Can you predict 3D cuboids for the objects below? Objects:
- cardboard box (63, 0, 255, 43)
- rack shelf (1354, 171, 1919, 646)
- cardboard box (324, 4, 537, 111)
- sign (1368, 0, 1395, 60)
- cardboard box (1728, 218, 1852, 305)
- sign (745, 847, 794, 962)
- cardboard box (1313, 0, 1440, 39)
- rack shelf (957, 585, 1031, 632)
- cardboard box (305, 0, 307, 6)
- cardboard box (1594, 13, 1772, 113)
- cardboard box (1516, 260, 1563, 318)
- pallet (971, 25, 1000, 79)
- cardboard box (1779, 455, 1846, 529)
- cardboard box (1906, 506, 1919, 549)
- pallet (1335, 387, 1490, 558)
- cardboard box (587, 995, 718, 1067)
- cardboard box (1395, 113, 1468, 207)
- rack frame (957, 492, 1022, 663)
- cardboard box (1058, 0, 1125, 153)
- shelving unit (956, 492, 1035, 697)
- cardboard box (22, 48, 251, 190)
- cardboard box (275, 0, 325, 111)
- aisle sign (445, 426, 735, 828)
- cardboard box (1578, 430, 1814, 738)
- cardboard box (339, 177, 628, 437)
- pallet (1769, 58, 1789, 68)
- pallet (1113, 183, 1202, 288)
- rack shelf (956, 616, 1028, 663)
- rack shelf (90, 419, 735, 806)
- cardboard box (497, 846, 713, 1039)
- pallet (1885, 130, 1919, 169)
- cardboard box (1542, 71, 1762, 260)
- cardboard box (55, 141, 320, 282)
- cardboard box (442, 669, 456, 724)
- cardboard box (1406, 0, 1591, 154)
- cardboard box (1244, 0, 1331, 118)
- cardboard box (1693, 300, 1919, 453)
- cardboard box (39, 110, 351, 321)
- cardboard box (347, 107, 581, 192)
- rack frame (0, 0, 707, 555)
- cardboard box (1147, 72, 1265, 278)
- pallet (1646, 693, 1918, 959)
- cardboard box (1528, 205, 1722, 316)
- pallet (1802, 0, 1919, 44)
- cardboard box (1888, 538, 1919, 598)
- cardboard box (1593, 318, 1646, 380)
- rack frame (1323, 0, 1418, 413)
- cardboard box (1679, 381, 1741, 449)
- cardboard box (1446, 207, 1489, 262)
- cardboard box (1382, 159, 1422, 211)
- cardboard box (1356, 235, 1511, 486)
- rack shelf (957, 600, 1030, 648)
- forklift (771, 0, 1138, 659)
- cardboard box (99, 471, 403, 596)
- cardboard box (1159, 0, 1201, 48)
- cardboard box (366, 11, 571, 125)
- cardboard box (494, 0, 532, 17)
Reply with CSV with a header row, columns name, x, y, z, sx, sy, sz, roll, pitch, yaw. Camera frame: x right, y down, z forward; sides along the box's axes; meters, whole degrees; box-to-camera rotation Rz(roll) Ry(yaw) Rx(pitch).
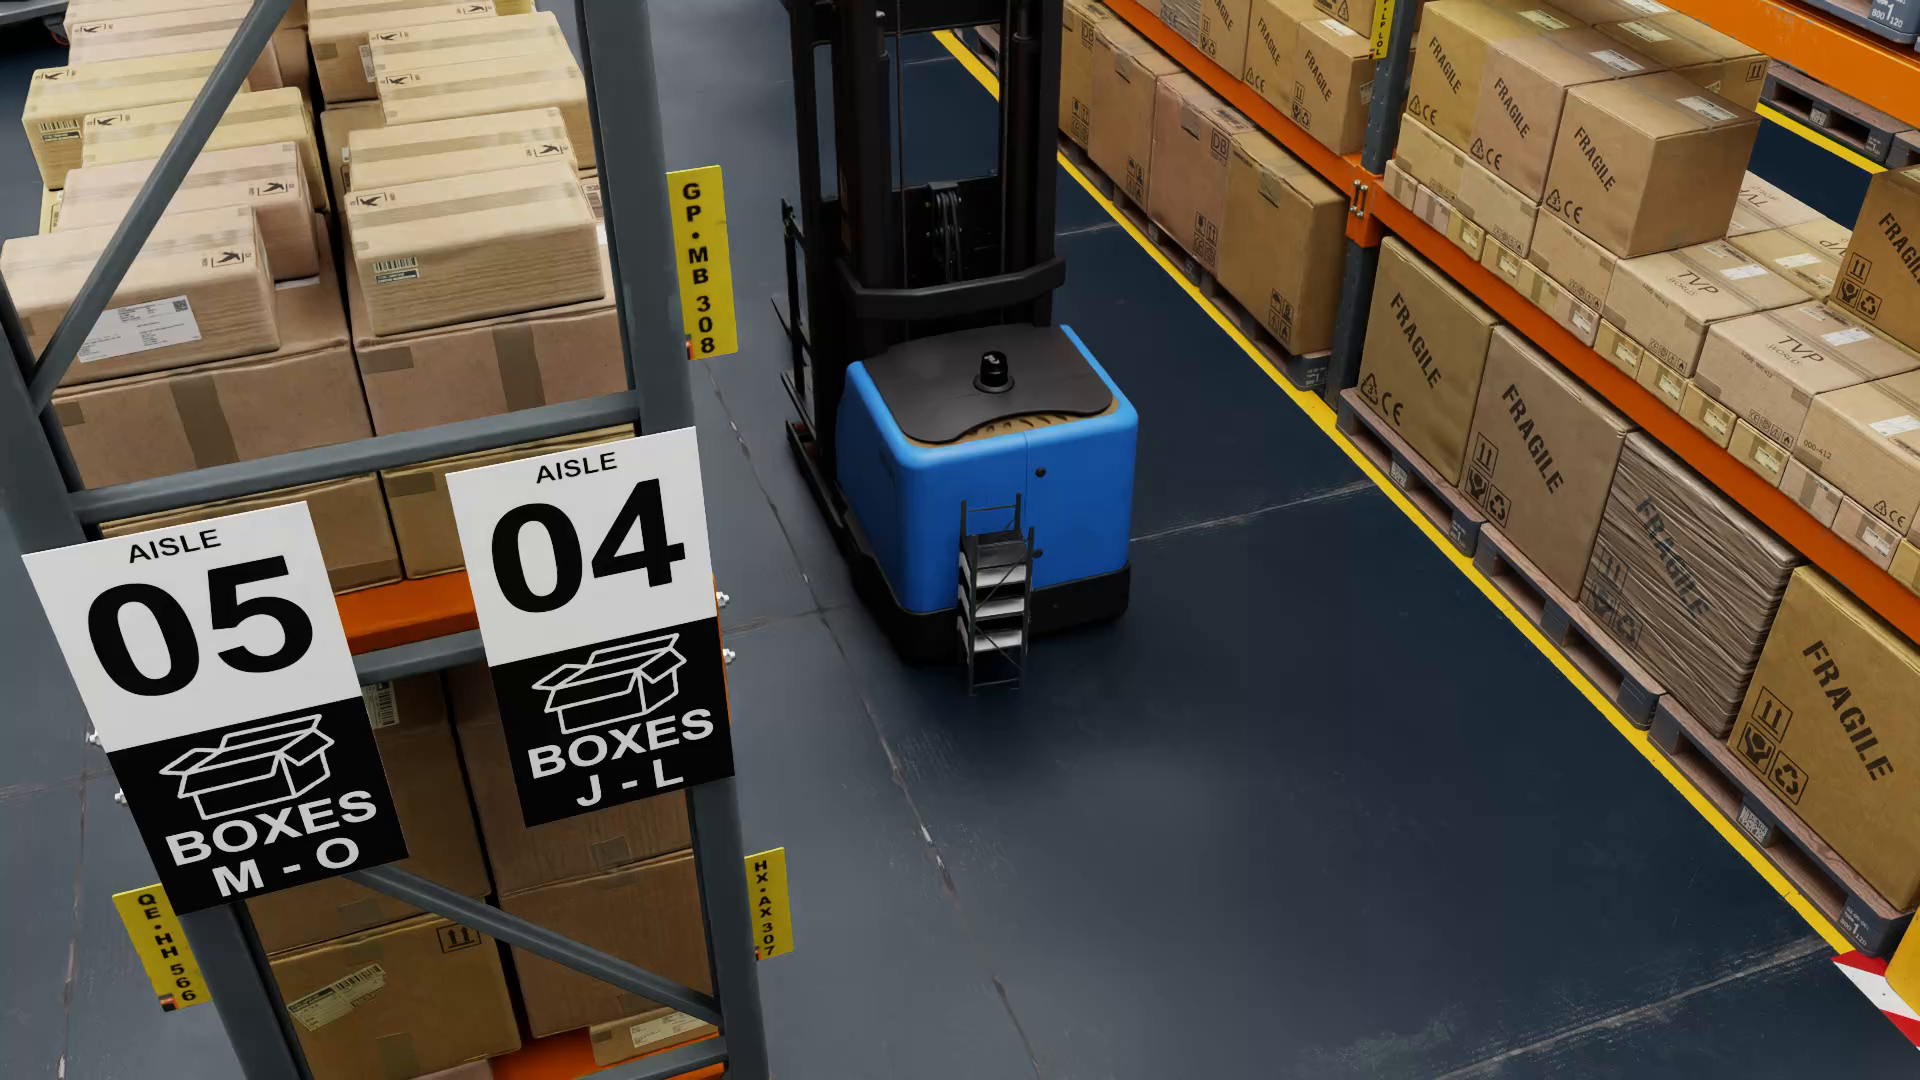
name,x,y,z,sx,sy,sz,roll,pitch,yaw
cardboard box,-1.720,-1.122,3.631,0.380,0.149,0.250,-12,39,-15
rack shelf,3.085,-0.580,6.625,1.077,0.370,4.000,-12,39,-16
cardboard box,-1.169,-0.990,3.788,0.500,0.250,0.500,-12,39,-15
sign,1.890,-2.311,7.428,0.100,0.325,0.005,-12,39,-16
cardboard box,3.322,-0.994,6.454,0.500,0.250,0.500,-13,39,-17
sign,-0.410,0.774,3.510,0.100,0.325,0.005,-12,39,-16
cardboard box,2.169,-2.797,8.054,0.797,0.503,0.637,-13,39,-17
rack shelf,0.135,0.258,6.701,0.258,0.077,0.200,-8,43,-10
cardboard box,-1.546,-1.568,4.554,0.500,0.250,0.500,-11,38,-14
cardboard box,2.974,-1.868,6.991,0.500,0.500,0.500,-12,39,-15
cardboard box,2.548,-1.071,6.888,0.380,0.149,0.250,-13,39,-17
pallet,0.752,-3.585,12.334,1.003,0.211,1.213,-12,39,-16
cardboard box,3.079,-0.201,5.732,0.380,0.149,0.250,-12,39,-15
cardboard box,3.357,-0.016,5.155,0.500,0.250,0.500,-13,39,-17
pallet,2.585,-0.438,8.156,1.003,0.211,1.213,-12,39,-16
cardboard box,-0.723,1.081,4.030,0.380,0.149,0.250,-13,39,-16
cardboard box,2.312,-1.737,7.440,0.500,0.250,0.500,-13,39,-17
rack frame,0.113,0.167,6.752,0.240,0.900,0.006,-8,43,-10
cardboard box,1.238,-3.182,10.898,1.225,0.875,0.875,-14,39,-18
shelving unit,0.135,0.233,6.679,0.258,0.900,0.210,-8,43,-10
cardboard box,-1.584,-0.823,3.235,0.380,0.149,0.250,-12,39,-15
cardboard box,-1.830,-1.180,4.039,0.500,0.250,0.500,-14,39,-18
aisle sign,-0.612,0.173,2.867,0.394,0.787,0.004,-12,39,-16
cardboard box,3.164,0.084,6.562,0.875,0.875,0.875,-12,39,-16
cardboard box,-0.830,-0.413,3.022,0.500,0.250,0.500,-12,39,-15
pallet,5.981,-3.732,12.529,1.003,0.211,1.213,-12,39,-16
pallet,1.636,-1.994,10.222,1.003,0.211,1.213,-12,39,-16
rack shelf,0.131,0.392,6.822,0.258,0.077,0.200,-8,43,-10
rack shelf,-1.607,-0.809,4.435,1.077,0.370,4.000,-12,39,-16
cardboard box,-0.814,0.762,3.914,0.500,0.500,0.500,-11,38,-14
pallet,6.820,-2.354,10.699,1.003,0.211,1.213,-12,39,-16
cardboard box,2.667,-1.460,6.449,0.500,0.500,0.500,-14,39,-17
cardboard box,-1.322,-0.547,2.868,0.380,0.149,0.250,-12,39,-15
cardboard box,-1.484,0.181,3.856,0.500,0.500,0.500,-14,39,-17
cardboard box,2.321,-2.032,7.209,0.500,0.500,0.500,-12,39,-16
cardboard box,1.815,-2.526,8.527,0.500,0.500,0.500,-11,38,-15
cardboard box,3.007,-0.590,5.917,0.500,0.250,0.500,-14,39,-17
cardboard box,-1.494,-0.602,3.272,0.500,0.250,0.500,-13,39,-17
cardboard box,-0.888,-0.643,2.995,0.380,0.149,0.250,-11,38,-14
rack frame,-0.919,-1.164,1.816,1.000,3.000,0.127,-12,39,-16
cardboard box,1.849,-2.179,9.566,1.225,0.875,0.875,-14,39,-18
pallet,3.424,0.940,6.326,1.003,0.211,1.213,-12,39,-16
cardboard box,2.662,-1.163,6.679,0.500,0.250,0.500,-12,38,-15
pallet,3.084,-2.008,5.503,1.003,0.211,1.213,-12,39,-16
cardboard box,3.250,0.083,5.356,0.380,0.149,0.250,-12,39,-15
cardboard box,2.724,-0.781,6.502,0.380,0.149,0.250,-14,39,-17
rack frame,2.396,-1.998,7.909,1.000,3.000,0.127,-12,39,-16
cardboard box,2.898,-0.494,6.121,0.380,0.149,0.250,-12,39,-16
cardboard box,2.367,-1.364,7.277,0.380,0.149,0.250,-11,38,-14
cardboard box,2.186,-1.661,7.671,0.380,0.149,0.250,-12,39,-16
cardboard box,2.548,-0.927,7.905,0.875,0.875,0.875,-12,39,-16
rack shelf,0.133,0.325,6.761,0.258,0.077,0.200,-8,43,-10
forklift,-0.227,-1.562,7.387,1.130,2.935,3.031,-12,39,-15
cardboard box,-1.324,-0.108,3.032,0.500,0.250,0.500,-13,39,-17
cardboard box,1.461,-3.104,9.294,0.500,0.500,0.500,-12,39,-16
cardboard box,-0.995,-0.949,3.401,0.380,0.149,0.250,-12,39,-15
cardboard box,-1.185,-1.241,3.790,0.380,0.149,0.250,-11,38,-15
